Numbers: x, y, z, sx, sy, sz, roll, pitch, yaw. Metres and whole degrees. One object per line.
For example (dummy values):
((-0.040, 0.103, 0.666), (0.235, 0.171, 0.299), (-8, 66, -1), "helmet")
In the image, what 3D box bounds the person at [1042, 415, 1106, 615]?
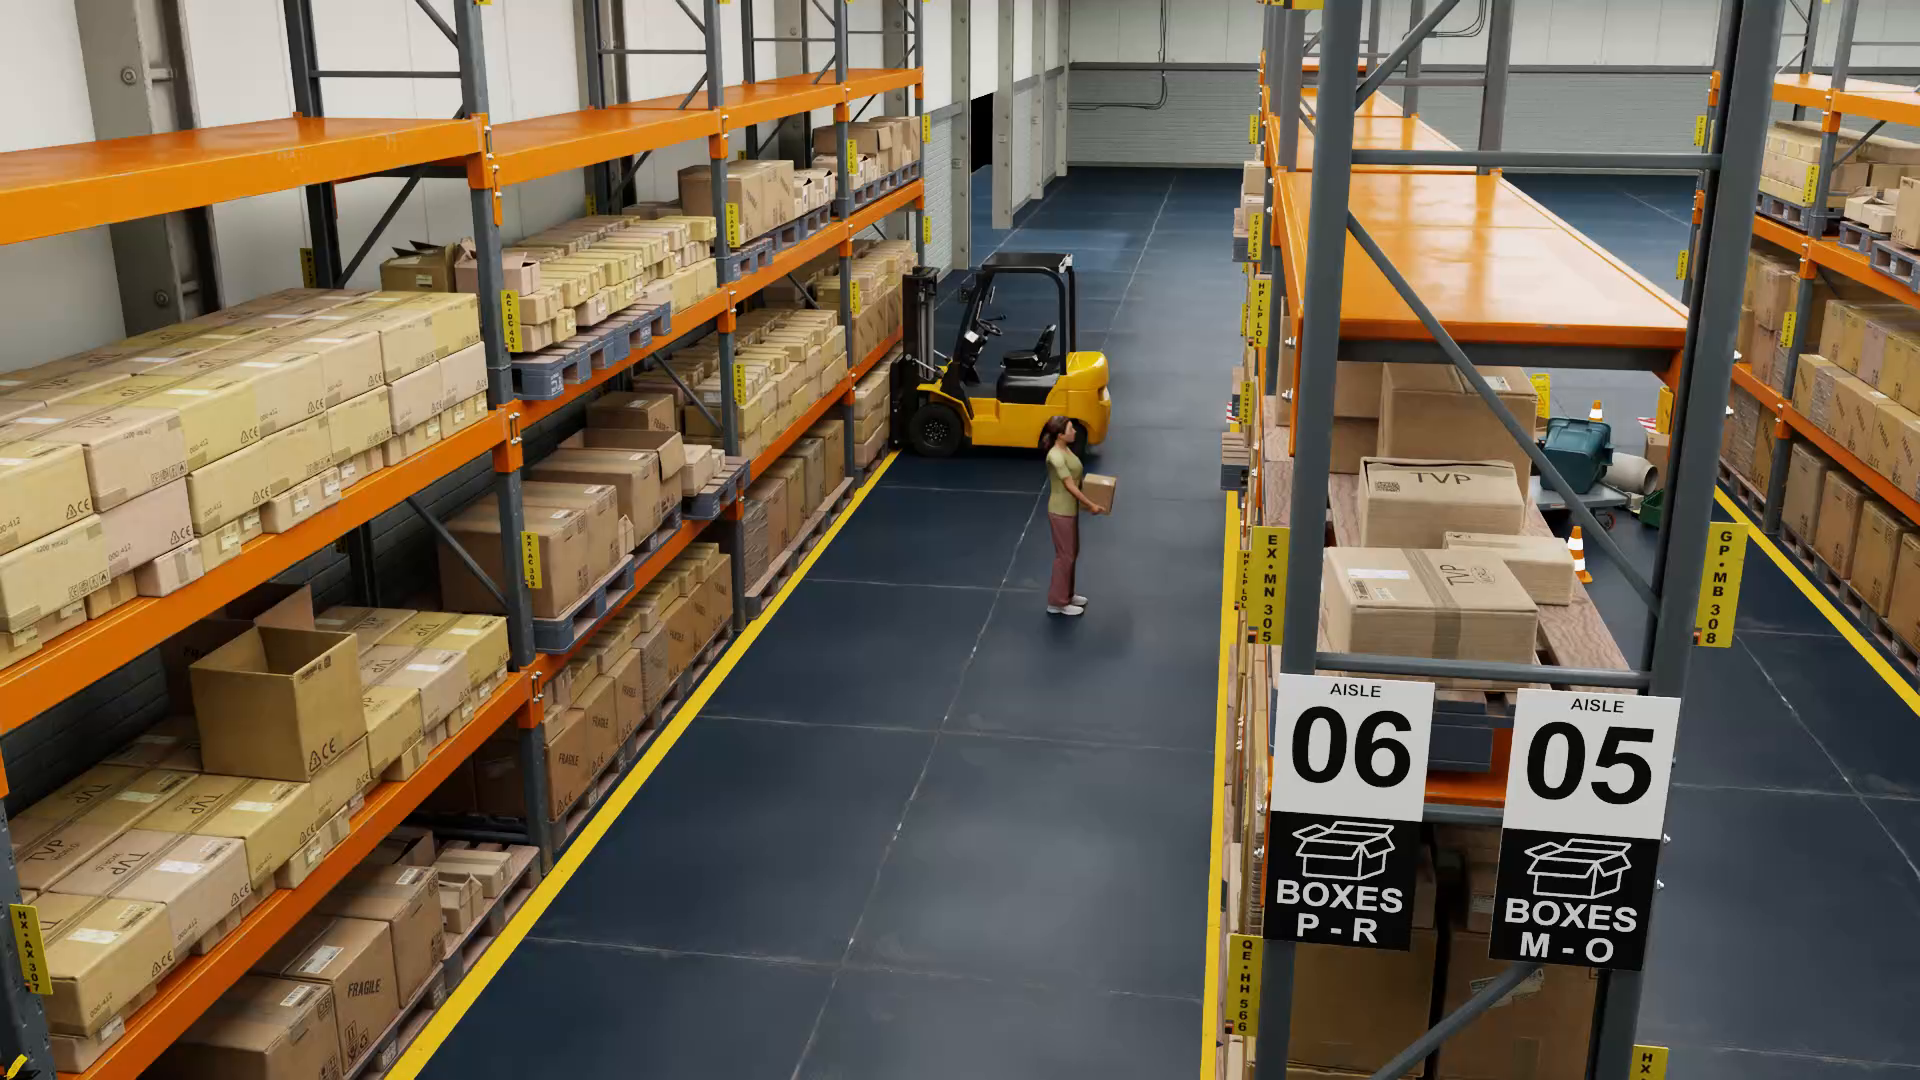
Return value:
((0.937, -0.214, 13.738), (0.556, 1.665, 0.425), (3, 18, 10), "person")
